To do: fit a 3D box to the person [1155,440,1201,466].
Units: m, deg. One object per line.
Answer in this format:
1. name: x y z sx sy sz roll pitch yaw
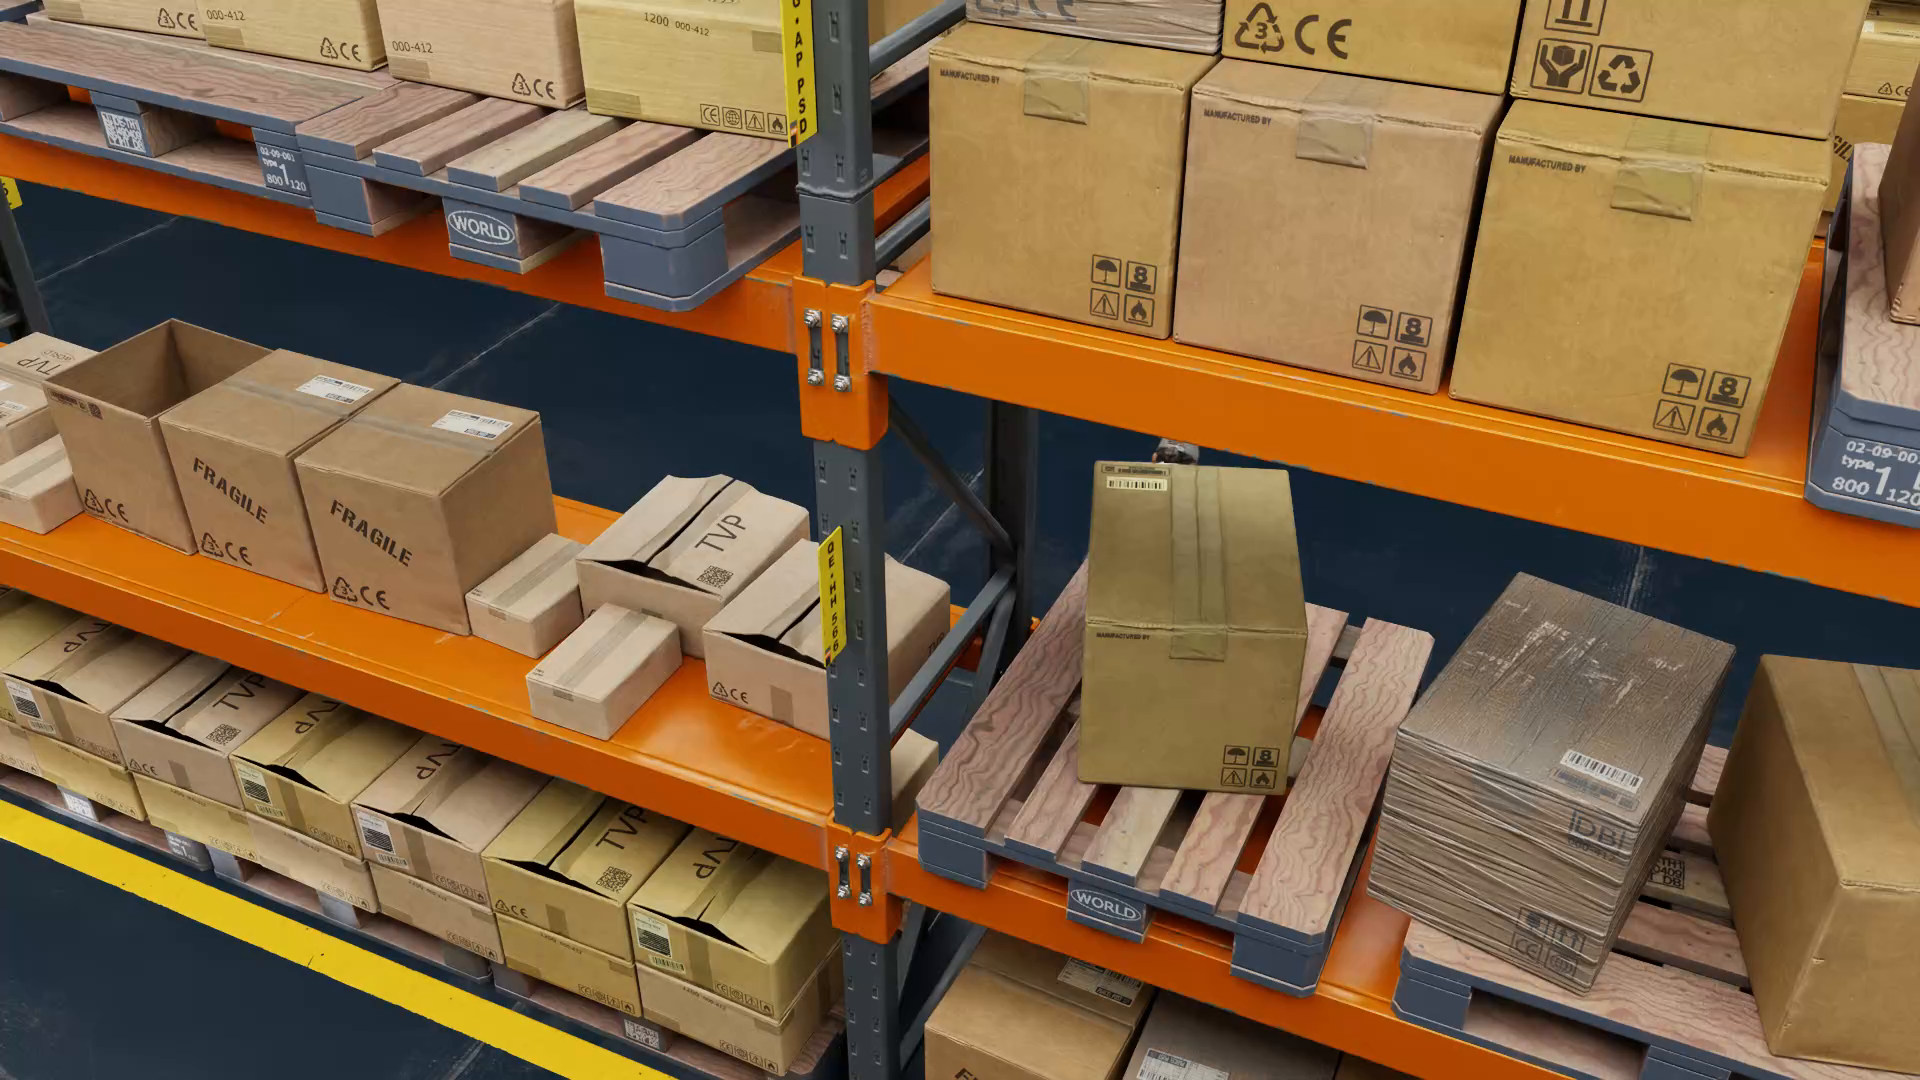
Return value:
1. person: 0.808 0.108 6.784 0.521 0.808 0.875 14 37 20
